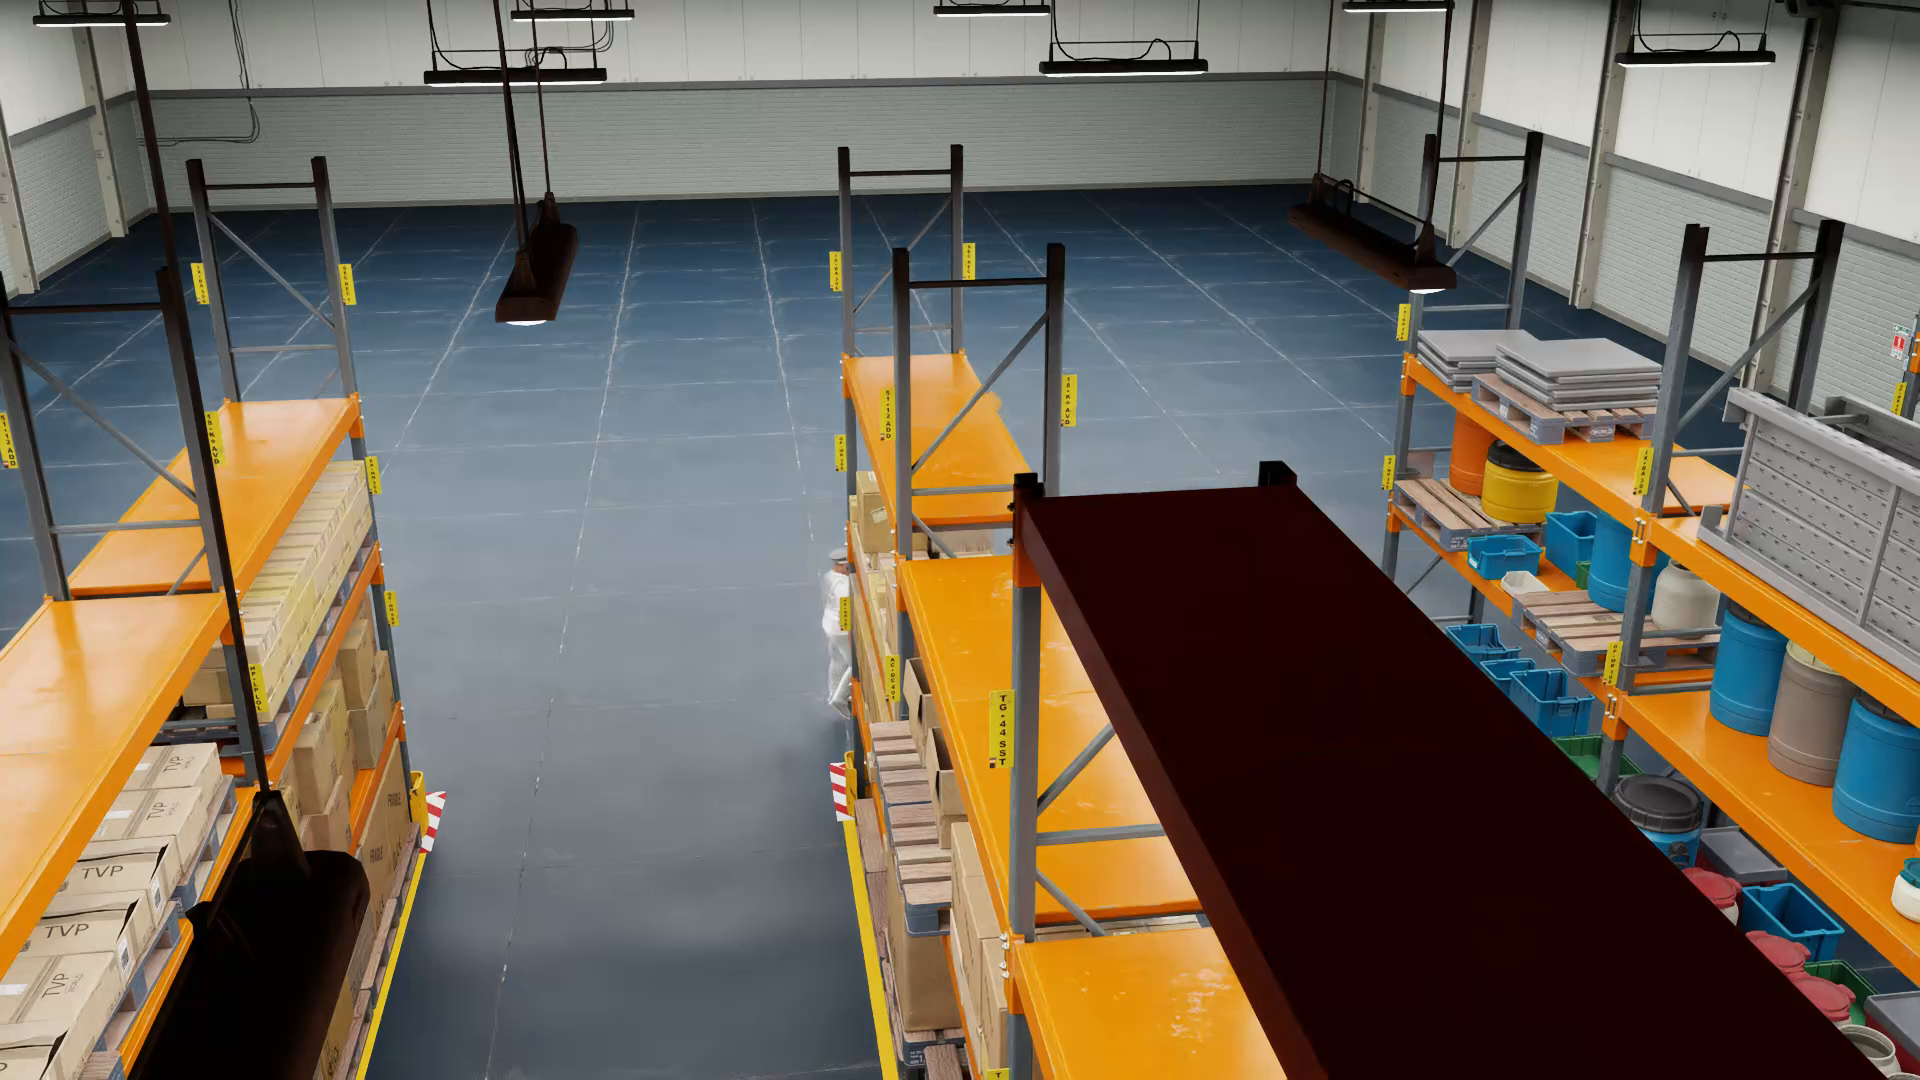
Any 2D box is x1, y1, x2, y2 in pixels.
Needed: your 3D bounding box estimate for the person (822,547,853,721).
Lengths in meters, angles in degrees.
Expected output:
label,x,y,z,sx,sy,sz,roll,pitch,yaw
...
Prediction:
label,x,y,z,sx,sy,sz,roll,pitch,yaw
person,-1.201,0.935,16.911,0.428,1.781,0.581,-9,23,-21
